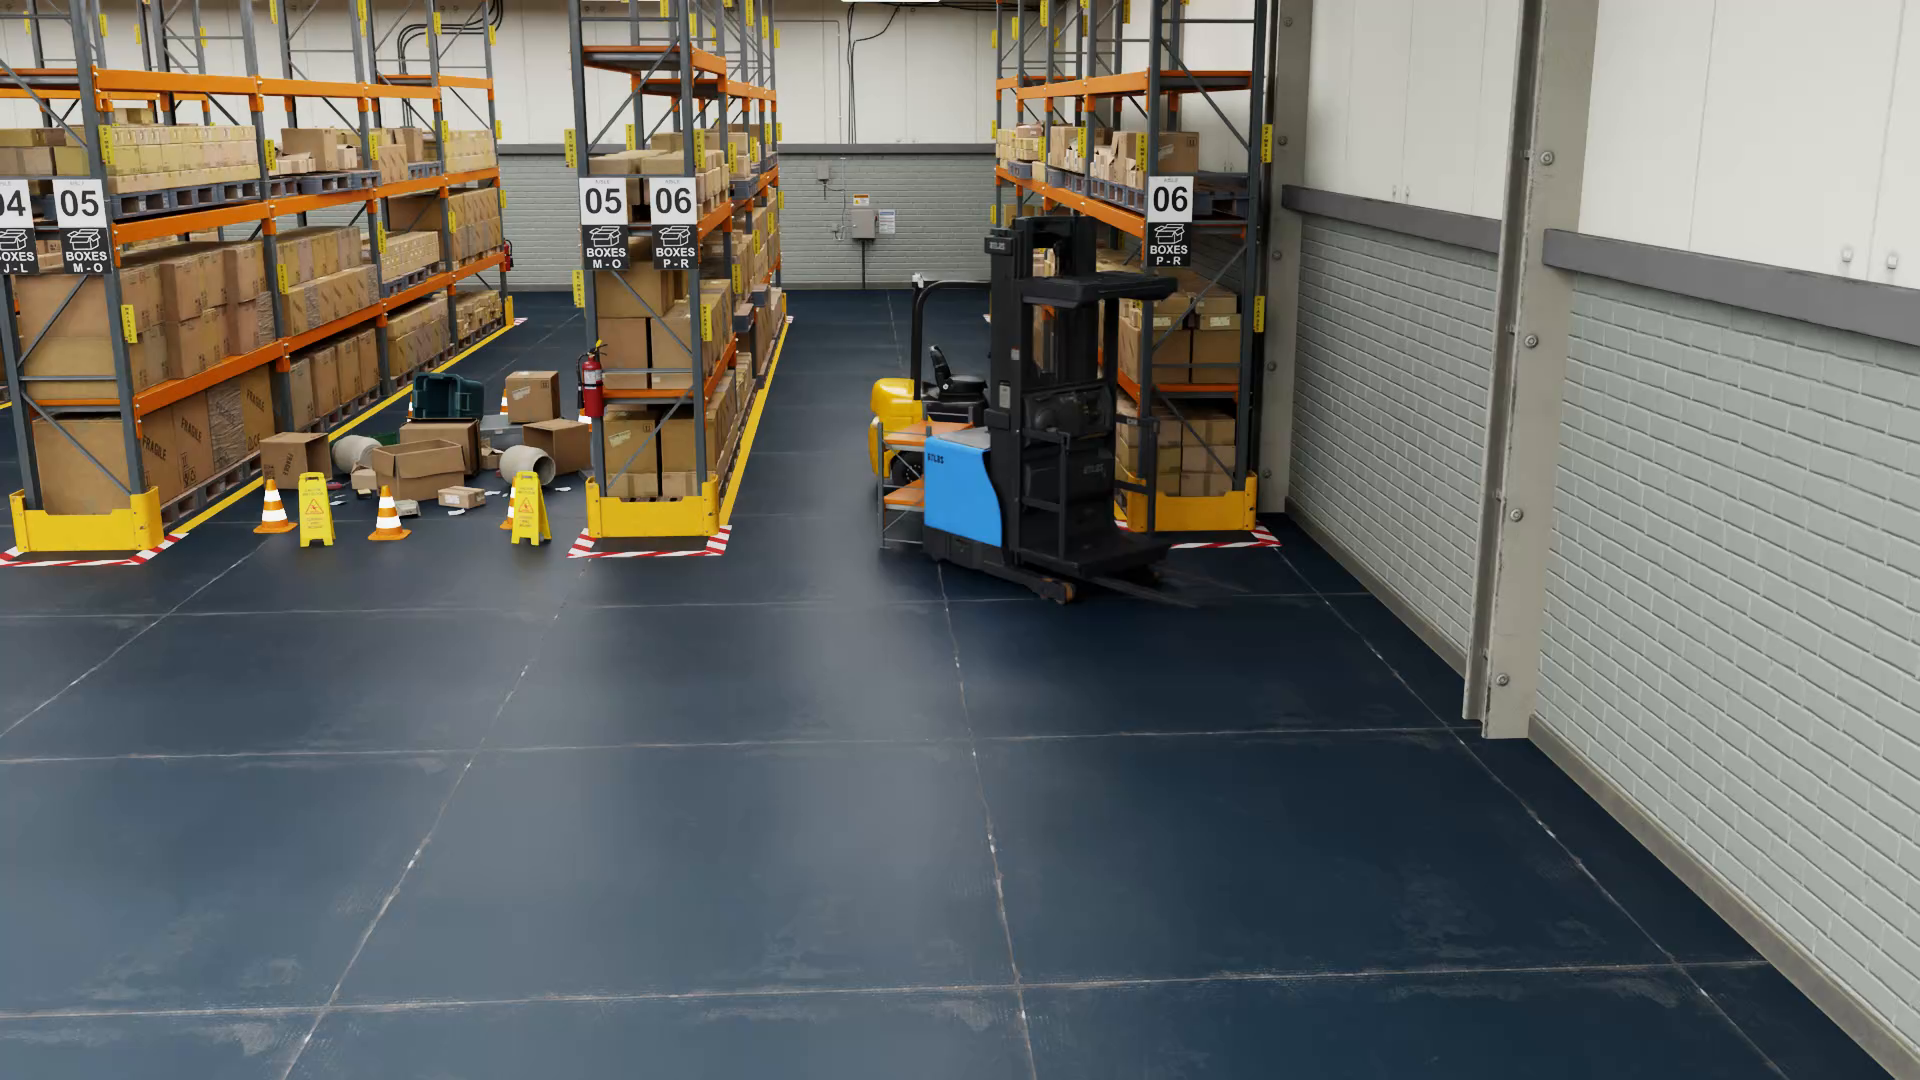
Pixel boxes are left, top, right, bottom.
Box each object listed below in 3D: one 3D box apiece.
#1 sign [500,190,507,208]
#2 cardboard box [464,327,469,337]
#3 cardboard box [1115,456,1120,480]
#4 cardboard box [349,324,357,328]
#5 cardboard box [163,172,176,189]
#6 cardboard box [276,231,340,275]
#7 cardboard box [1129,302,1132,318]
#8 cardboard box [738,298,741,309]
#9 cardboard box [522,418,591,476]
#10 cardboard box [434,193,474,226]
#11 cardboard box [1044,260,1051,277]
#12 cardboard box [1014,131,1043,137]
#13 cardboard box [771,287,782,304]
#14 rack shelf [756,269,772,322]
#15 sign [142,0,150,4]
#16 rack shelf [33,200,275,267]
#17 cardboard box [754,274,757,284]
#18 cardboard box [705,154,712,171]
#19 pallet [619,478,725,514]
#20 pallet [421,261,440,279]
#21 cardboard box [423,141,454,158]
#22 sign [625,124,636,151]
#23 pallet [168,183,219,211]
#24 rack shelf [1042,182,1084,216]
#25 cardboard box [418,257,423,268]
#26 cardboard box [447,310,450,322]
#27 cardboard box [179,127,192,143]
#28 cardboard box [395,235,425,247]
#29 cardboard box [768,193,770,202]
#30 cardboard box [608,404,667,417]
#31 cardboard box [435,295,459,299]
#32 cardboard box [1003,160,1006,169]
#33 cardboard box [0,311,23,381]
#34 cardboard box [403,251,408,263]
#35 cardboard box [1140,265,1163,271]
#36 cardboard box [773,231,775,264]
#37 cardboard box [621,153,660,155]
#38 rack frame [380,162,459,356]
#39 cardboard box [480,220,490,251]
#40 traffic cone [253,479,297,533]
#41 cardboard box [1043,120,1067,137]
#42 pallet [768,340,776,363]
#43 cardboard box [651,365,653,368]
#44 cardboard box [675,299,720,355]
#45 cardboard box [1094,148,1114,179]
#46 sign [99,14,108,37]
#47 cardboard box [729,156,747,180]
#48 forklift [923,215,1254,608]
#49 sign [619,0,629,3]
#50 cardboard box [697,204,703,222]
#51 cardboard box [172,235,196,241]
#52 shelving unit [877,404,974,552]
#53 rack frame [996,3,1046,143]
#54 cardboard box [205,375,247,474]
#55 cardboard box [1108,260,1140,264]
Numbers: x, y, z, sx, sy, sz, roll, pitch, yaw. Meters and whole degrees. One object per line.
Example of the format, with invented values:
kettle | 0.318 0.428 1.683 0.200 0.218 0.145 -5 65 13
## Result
sign | -8.174 -6.101 29.762 0.100 0.325 0.005 -1 14 -3
cardboard box | -8.200 -3.373 26.996 0.380 0.149 0.250 0 14 -2
cardboard box | 1.784 -0.691 16.369 0.500 0.250 0.500 -1 14 -3
cardboard box | -8.538 -2.916 23.010 0.500 0.250 0.500 -1 14 -5
cardboard box | -7.502 -3.329 15.385 0.380 0.149 0.250 -1 14 -3
cardboard box | -8.149 -3.562 20.642 0.700 0.500 0.500 -1 14 -4
cardboard box | 1.845 -2.219 16.127 0.380 0.149 0.250 -1 14 -4
cardboard box | -2.777 -2.787 19.501 0.380 0.149 0.250 -1 14 -2
cardboard box | -4.343 -1.004 17.921 0.500 0.500 0.500 10 18 35
cardboard box | -8.314 -5.436 27.331 0.500 0.500 0.500 -1 14 -3
cardboard box | 1.413 -3.628 22.406 0.500 0.250 0.500 -1 14 -3
cardboard box | 1.135 -6.456 26.780 0.500 0.250 0.500 -1 14 -3
cardboard box | -3.654 -4.285 29.961 0.875 0.438 0.875 -1 14 -5
rack shelf | -3.423 -3.645 24.616 1.077 0.370 4.000 -1 14 -3
sign | -8.527 -5.784 17.414 0.100 0.325 0.005 -1 14 -3
rack shelf | -7.862 -3.006 16.115 1.077 0.370 4.000 -1 14 -3
cardboard box | -3.079 -3.549 23.100 0.500 0.250 0.500 -1 14 -4
cardboard box | -2.594 -3.630 16.001 0.380 0.149 0.250 0 14 -2
pallet | -2.824 -0.377 16.069 1.003 0.211 1.213 -1 14 -3
pallet | -8.579 -4.104 25.341 1.003 0.211 1.213 -1 14 -3
cardboard box | -8.272 -6.135 26.127 0.500 0.250 0.500 0 14 -2
sign | -3.605 -4.385 18.203 0.100 0.325 0.005 -1 14 -3
pallet | -7.873 -3.303 16.002 1.003 0.211 1.213 -1 14 -3
rack shelf | 1.778 -4.180 20.677 1.077 0.370 4.000 -1 14 -3
cardboard box | -8.191 -4.117 24.669 0.380 0.149 0.250 -2 15 -6
cardboard box | -8.296 -3.589 26.639 0.380 0.149 0.250 0 14 -1
cardboard box | -7.535 -3.841 15.777 0.380 0.149 0.250 -1 14 -3
cardboard box | -8.214 -4.466 24.830 0.380 0.149 0.250 -1 14 -4
cardboard box | -3.339 -5.676 27.556 0.380 0.149 0.250 -1 14 -5
cardboard box | -3.149 -1.066 16.320 0.500 0.500 0.500 0 14 -1
cardboard box | -8.913 -4.167 28.888 0.380 0.149 0.250 -2 15 -6
cardboard box | 0.945 -6.428 28.475 0.380 0.149 0.250 -1 14 -3
cardboard box | -13.212 -2.689 22.879 1.225 0.875 0.875 -2 15 -6
cardboard box | -8.144 -4.064 23.864 0.380 0.149 0.250 -1 14 -4
cardboard box | 2.198 -2.947 18.362 0.380 0.149 0.250 -1 14 -5
cardboard box | -3.366 -4.909 27.884 0.500 0.500 0.500 -1 14 -3
cardboard box | -3.179 -3.749 16.463 0.380 0.149 0.250 -1 14 -2
rack frame | -8.482 -4.389 26.065 1.000 3.000 0.127 -1 14 -3
cardboard box | -8.377 -5.214 28.475 0.500 0.500 0.500 -1 14 -3
traffic cone | -6.354 -0.330 15.380 0.336 0.463 0.334 -1 14 -3
cardboard box | 1.494 -6.421 25.973 0.396 0.266 0.258 -1 14 -4
pallet | -3.424 -2.949 26.066 1.003 0.211 1.213 -1 14 -3
cardboard box | -3.083 -1.729 16.231 0.380 0.149 0.250 -1 14 -3
cardboard box | -2.624 -2.076 16.278 0.500 0.500 0.500 -1 14 -5
cardboard box | 1.711 -4.029 17.782 0.500 0.311 0.500 -1 14 -2
sign | -12.897 -7.745 25.035 0.100 0.325 0.005 -1 14 -3
cardboard box | -2.688 -4.236 18.908 0.500 0.250 0.500 -1 14 -5
forklift | 1.013 -1.055 13.245 1.130 2.935 3.031 -12 19 -38
sign | -3.605 -5.925 17.804 0.100 0.325 0.005 -1 14 -3
cardboard box | -2.500 -2.925 14.858 0.380 0.149 0.250 -1 14 -3
cardboard box | -13.329 -5.035 28.278 0.500 0.250 0.500 -1 14 -5
shelving unit | -0.297 -0.576 15.007 0.538 1.125 1.048 6 15 21
rack frame | 1.159 -8.468 29.880 1.000 3.000 0.127 -1 14 -3
cardboard box | -7.957 -1.192 17.061 0.875 0.875 0.875 -1 14 -3
cardboard box | 2.047 -3.412 20.764 0.380 0.149 0.250 -1 14 -3
